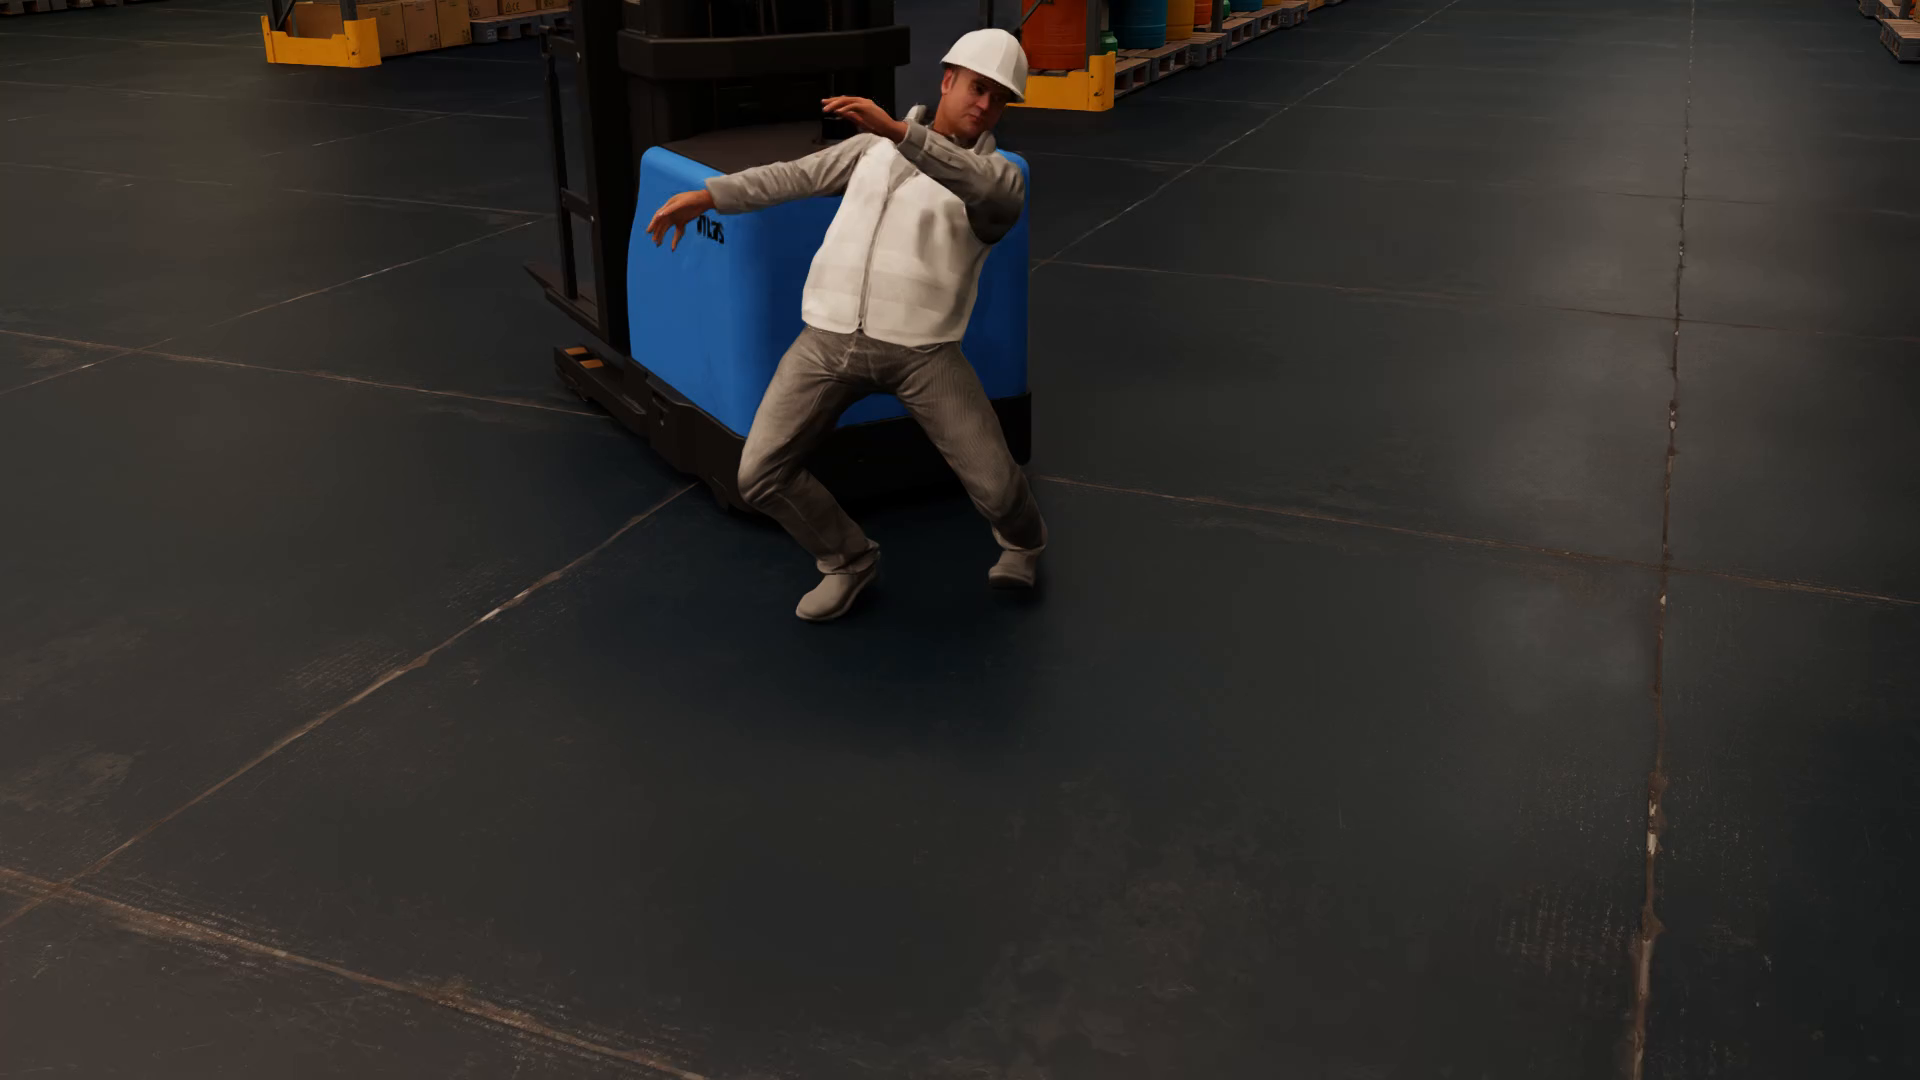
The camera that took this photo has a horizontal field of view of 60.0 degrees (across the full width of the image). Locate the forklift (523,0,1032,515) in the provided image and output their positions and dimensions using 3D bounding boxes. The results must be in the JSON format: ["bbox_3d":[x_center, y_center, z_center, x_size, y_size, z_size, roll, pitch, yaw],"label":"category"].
[{"bbox_3d":[-0.930,-1.954,5.968,1.130,2.935,3.031,-12,26,-27],"label":"forklift"}]

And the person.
[{"bbox_3d":[-0.298,-0.533,4.400,1.024,1.540,0.730,6,23,14],"label":"person"}]
